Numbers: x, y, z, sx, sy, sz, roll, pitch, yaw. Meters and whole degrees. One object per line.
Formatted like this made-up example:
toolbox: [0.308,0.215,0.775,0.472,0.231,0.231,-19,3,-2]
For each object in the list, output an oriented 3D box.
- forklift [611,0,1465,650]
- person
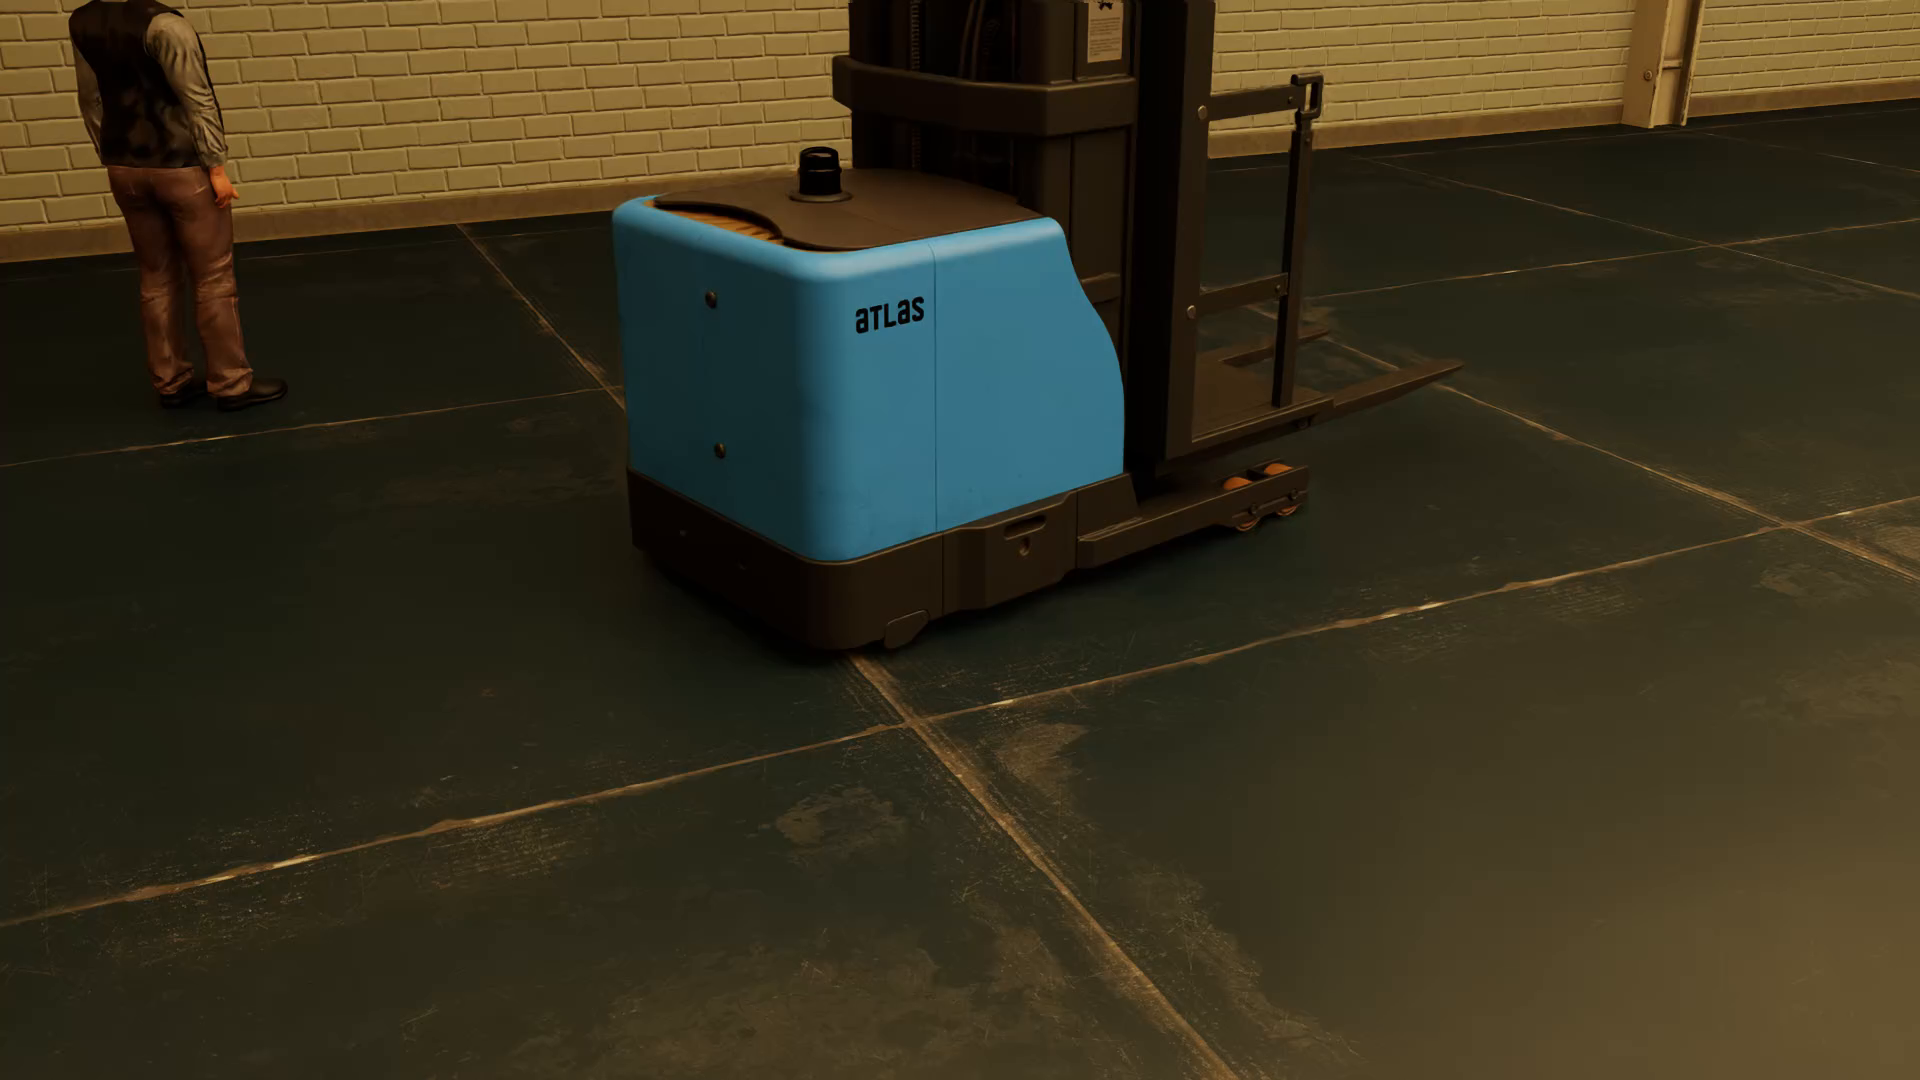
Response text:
forklift: [0.479,-1.518,4.940,3.031,2.935,1.130,-18,29,-37]
person: [-2.881,-1.332,6.069,0.530,1.725,0.360,6,23,15]
